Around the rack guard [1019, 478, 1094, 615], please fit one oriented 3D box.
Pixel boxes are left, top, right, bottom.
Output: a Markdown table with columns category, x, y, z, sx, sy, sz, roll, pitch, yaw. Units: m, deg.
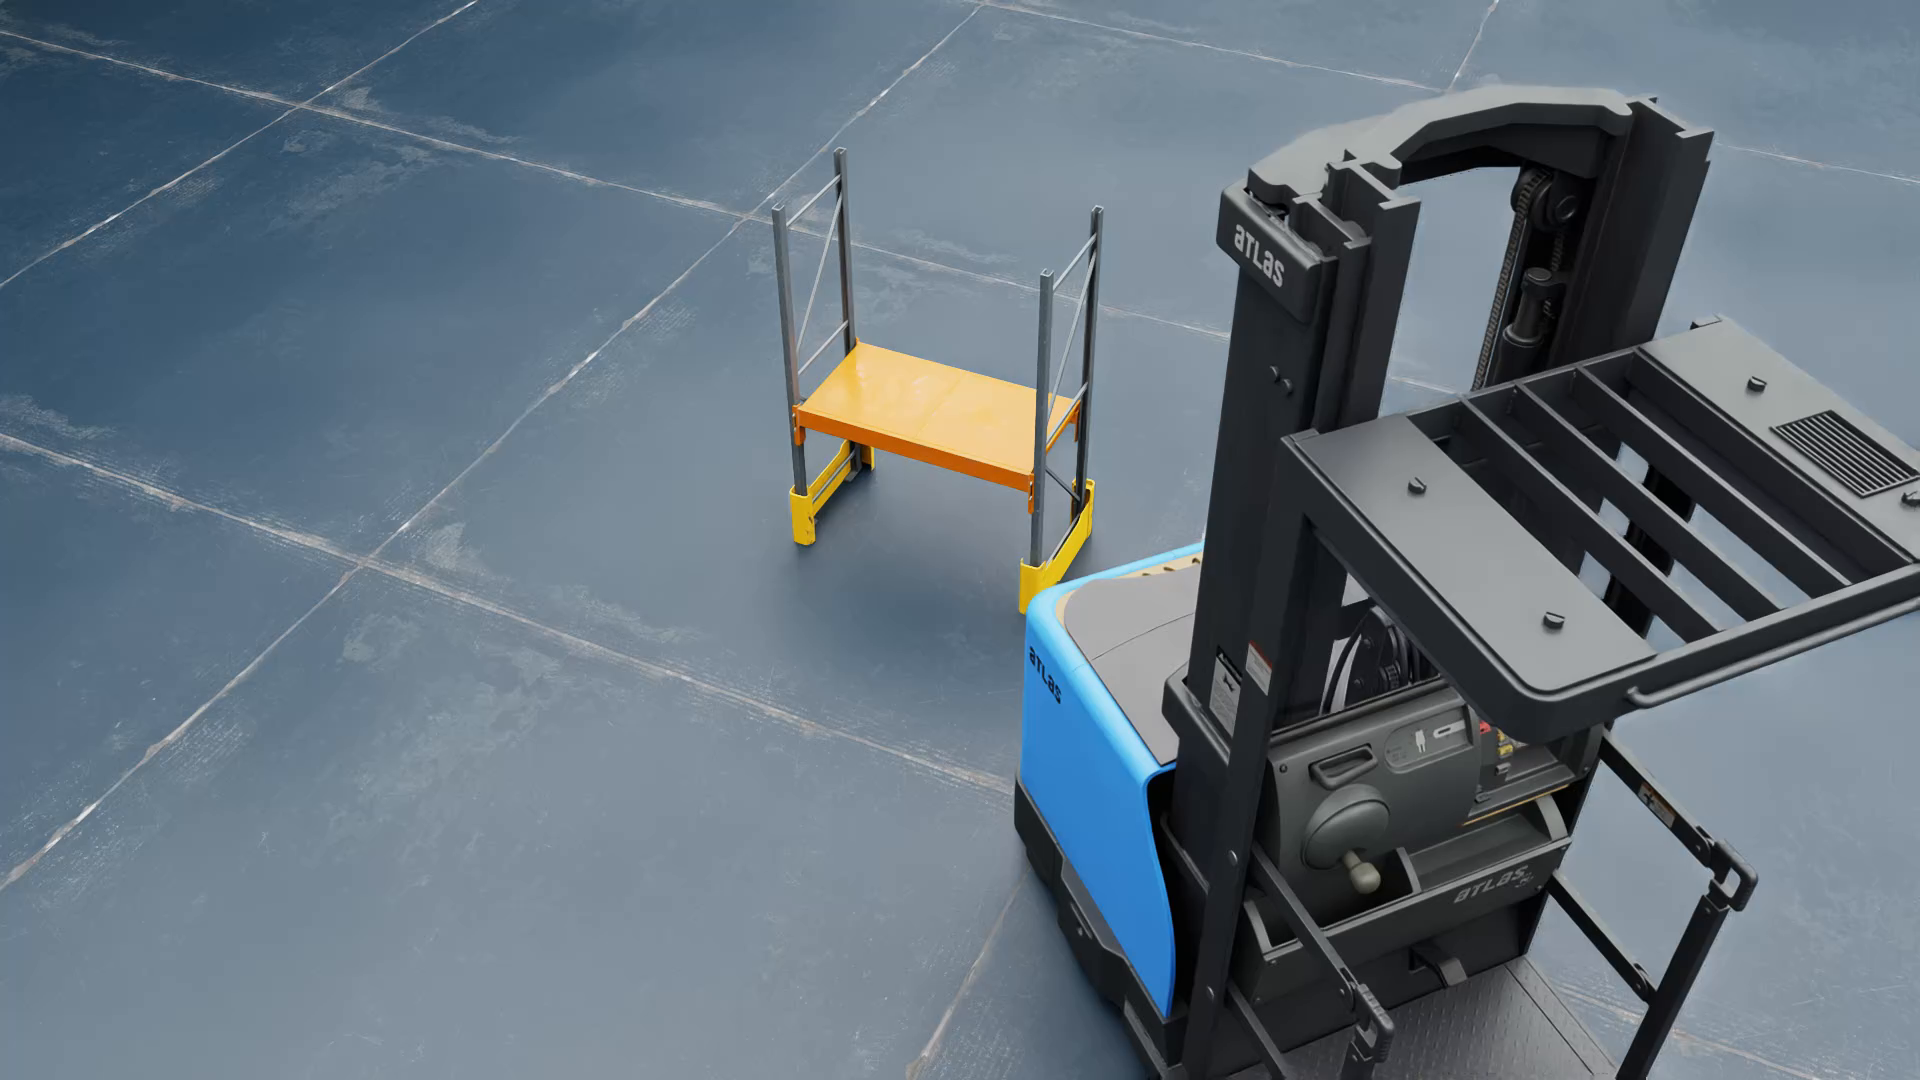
| category | x | y | z | sx | sy | sz | roll | pitch | yaw |
| --- | --- | --- | --- | --- | --- | --- | --- | --- | --- |
| rack guard | 0.382 | 0.022 | 6.533 | 0.087 | 0.250 | 0.587 | 17 | 44 | 19 |

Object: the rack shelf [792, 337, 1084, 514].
| category | x | y | z | sx | sy | sz | roll | pitch | yaw |
| --- | --- | --- | --- | --- | --- | --- | --- | --- | --- |
| rack shelf | -0.077 | -0.454 | 6.404 | 1.000 | 0.185 | 0.538 | 17 | 44 | 19 |

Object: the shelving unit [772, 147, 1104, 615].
| category | x | y | z | sx | sy | sz | roll | pitch | yaw |
| --- | --- | --- | --- | --- | --- | --- | --- | --- | --- |
| shelving unit | -0.069 | -0.588 | 6.283 | 1.083 | 1.500 | 0.587 | 17 | 44 | 19 |

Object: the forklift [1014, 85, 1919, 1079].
| category | x | y | z | sx | sy | sz | roll | pitch | yaw |
| --- | --- | --- | --- | --- | --- | --- | --- | --- | --- |
| forklift | 1.230 | 0.623 | 3.794 | 1.130 | 2.935 | 3.031 | -16 | 43 | -17 |

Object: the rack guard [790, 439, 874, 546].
| category | x | y | z | sx | sy | sz | roll | pitch | yaw |
| --- | --- | --- | --- | --- | --- | --- | --- | --- | --- |
| rack guard | -0.520 | -0.253 | 6.852 | 0.087 | 0.250 | 0.587 | 17 | 44 | 19 |

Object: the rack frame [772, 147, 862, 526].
| category | x | y | z | sx | sy | sz | roll | pitch | yaw |
| --- | --- | --- | --- | --- | --- | --- | --- | --- | --- |
| rack frame | -0.538 | -0.731 | 6.448 | 0.032 | 1.500 | 0.500 | 17 | 44 | 19 |

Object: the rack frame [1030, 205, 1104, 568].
| category | x | y | z | sx | sy | sz | roll | pitch | yaw |
| --- | --- | --- | --- | --- | --- | --- | --- | --- | --- |
| rack frame | 0.383 | -0.450 | 6.124 | 0.032 | 1.500 | 0.500 | 17 | 44 | 19 |
